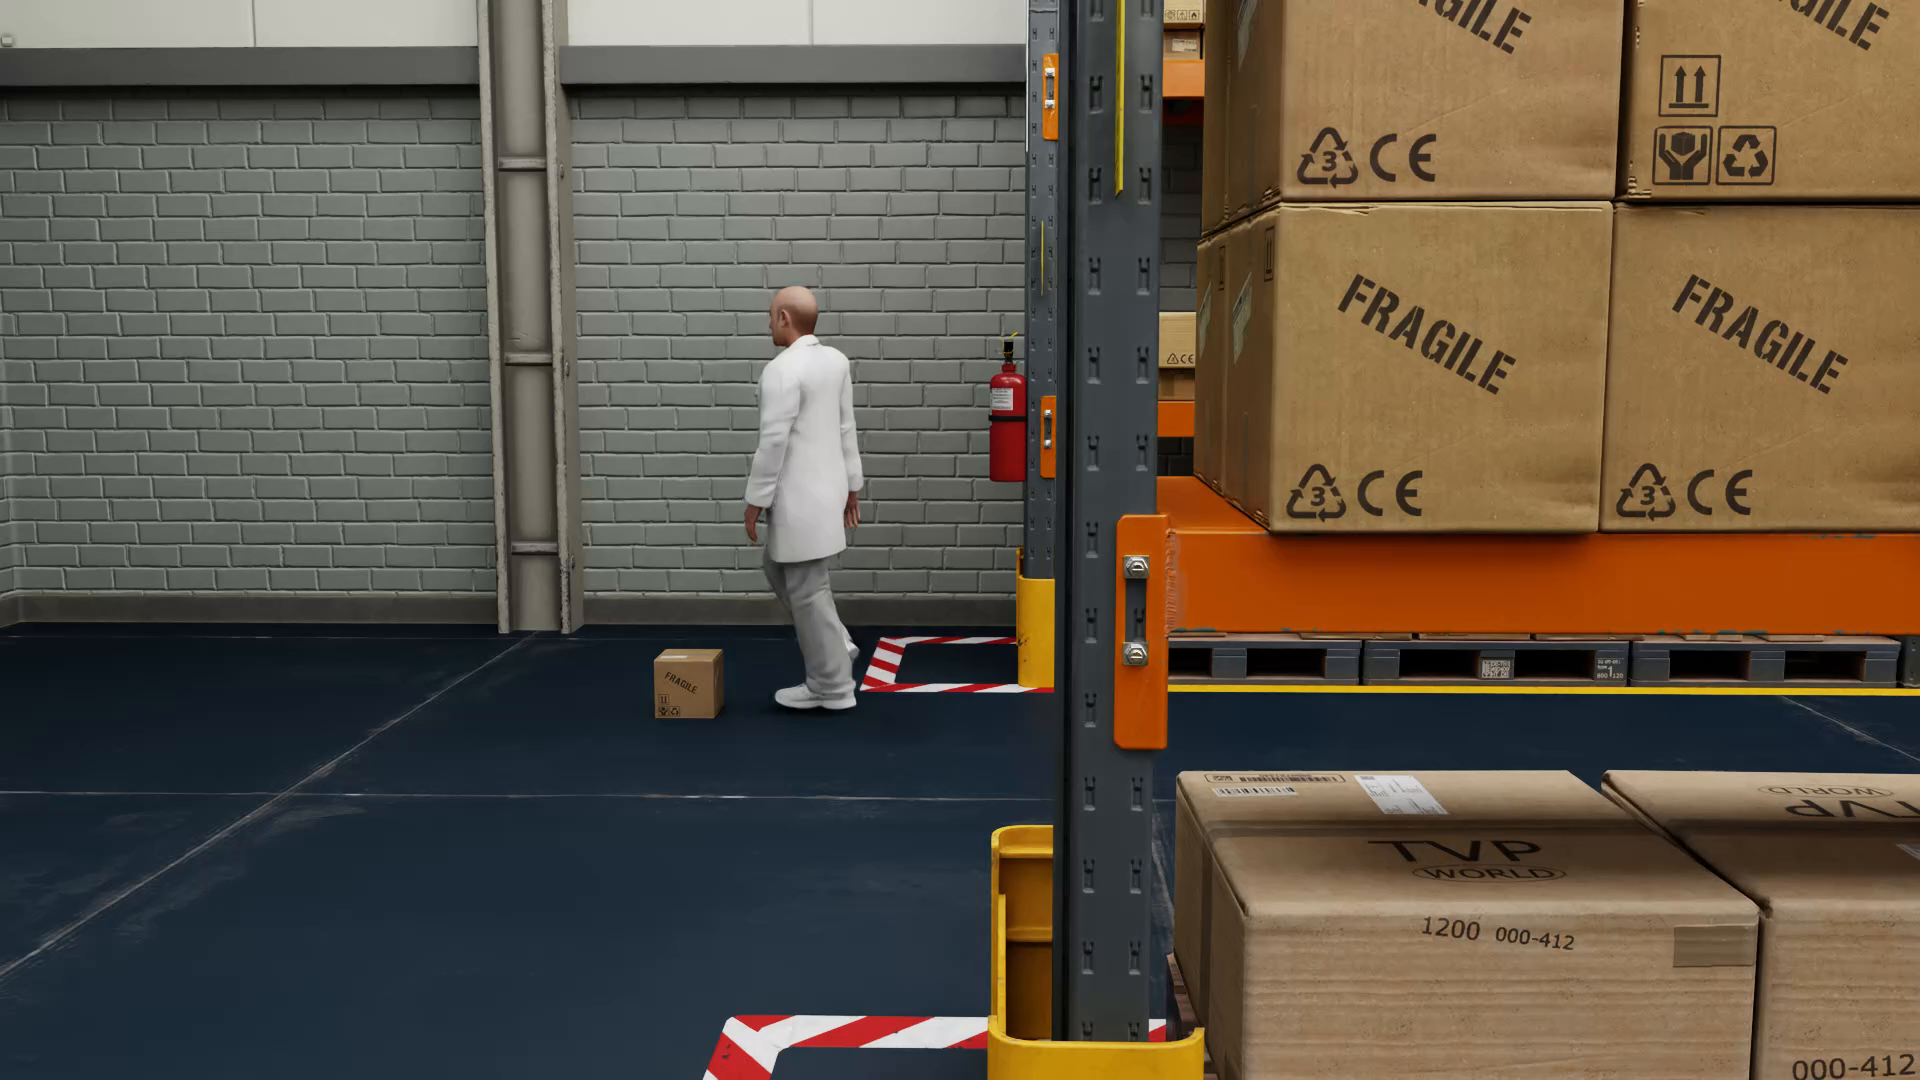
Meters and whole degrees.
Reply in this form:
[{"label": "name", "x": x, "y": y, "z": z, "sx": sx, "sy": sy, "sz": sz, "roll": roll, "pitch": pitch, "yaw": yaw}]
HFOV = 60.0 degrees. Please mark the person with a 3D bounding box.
[{"label": "person", "x": -0.686, "y": -0.164, "z": 6.984, "sx": 0.491, "sy": 1.784, "sz": 0.635, "roll": 3, "pitch": 8, "yaw": 21}]
